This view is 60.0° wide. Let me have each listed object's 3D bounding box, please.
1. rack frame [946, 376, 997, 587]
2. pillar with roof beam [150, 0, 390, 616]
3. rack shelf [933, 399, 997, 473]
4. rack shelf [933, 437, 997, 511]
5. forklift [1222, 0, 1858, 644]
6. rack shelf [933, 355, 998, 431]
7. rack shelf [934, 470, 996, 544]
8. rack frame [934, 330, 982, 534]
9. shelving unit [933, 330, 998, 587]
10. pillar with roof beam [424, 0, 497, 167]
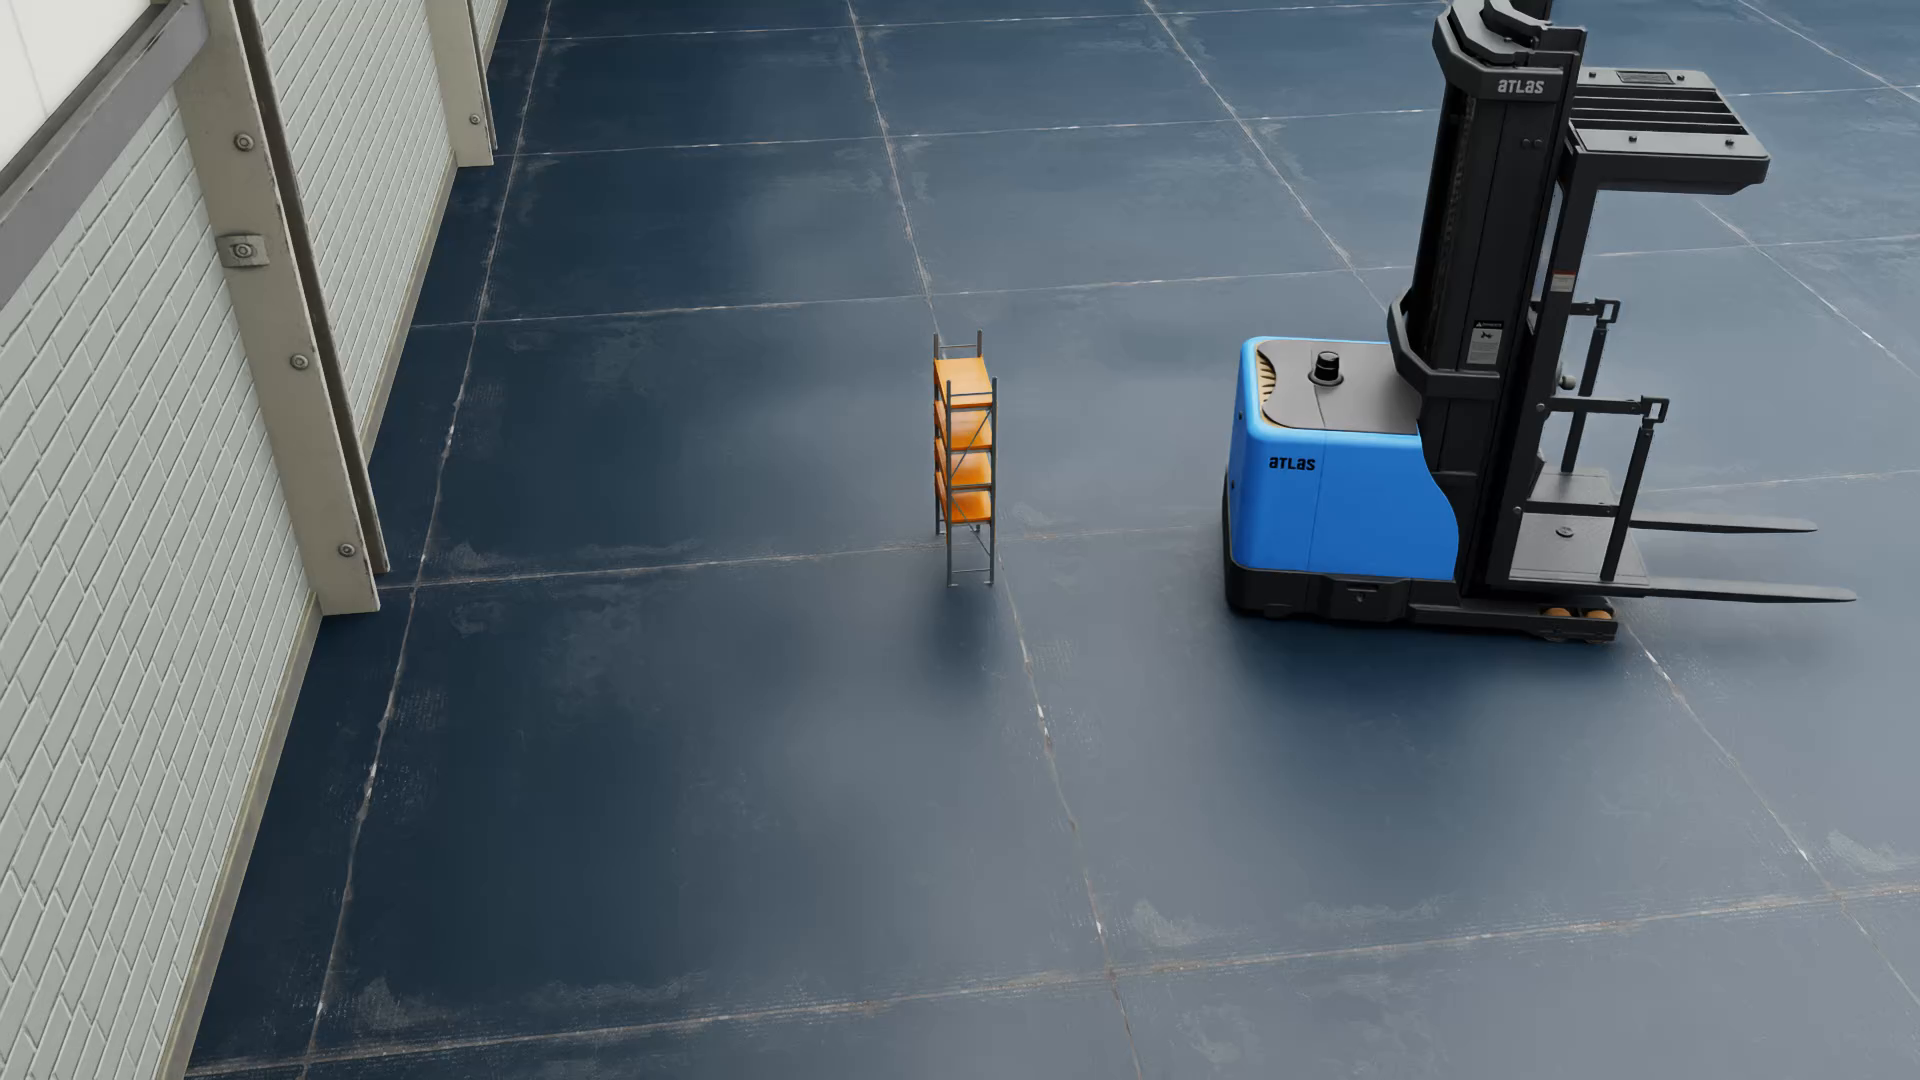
[{"bbox_3d":[0.055,-0.267,8.205,0.240,1.200,0.015,-4,35,-6],"label":"rack frame"},{"bbox_3d":[1.165,-3.787,6.444,9.100,9.000,0.400,-4,35,-6],"label":"pillar with roof beam"},{"bbox_3d":[0.022,-0.533,8.317,0.258,0.148,0.480,-4,35,-6],"label":"rack shelf"},{"bbox_3d":[0.022,-0.348,8.443,0.258,0.148,0.480,-4,35,-6],"label":"rack shelf"},{"bbox_3d":[2.885,-1.018,7.770,3.031,2.935,1.130,3,34,5],"label":"forklift"},{"bbox_3d":[0.022,-0.728,8.184,0.258,0.148,0.480,-4,35,-6],"label":"rack shelf"},{"bbox_3d":[0.022,-0.184,8.555,0.258,0.148,0.480,-4,35,-6],"label":"rack shelf"},{"bbox_3d":[-0.011,-0.540,8.605,0.240,1.200,0.015,-4,35,-6],"label":"rack frame"},{"bbox_3d":[0.022,-0.403,8.405,0.258,1.200,0.503,-4,35,-6],"label":"shelving unit"},{"bbox_3d":[0.359,-7.135,11.357,9.100,9.000,0.400,-4,35,-6],"label":"pillar with roof beam"}]
